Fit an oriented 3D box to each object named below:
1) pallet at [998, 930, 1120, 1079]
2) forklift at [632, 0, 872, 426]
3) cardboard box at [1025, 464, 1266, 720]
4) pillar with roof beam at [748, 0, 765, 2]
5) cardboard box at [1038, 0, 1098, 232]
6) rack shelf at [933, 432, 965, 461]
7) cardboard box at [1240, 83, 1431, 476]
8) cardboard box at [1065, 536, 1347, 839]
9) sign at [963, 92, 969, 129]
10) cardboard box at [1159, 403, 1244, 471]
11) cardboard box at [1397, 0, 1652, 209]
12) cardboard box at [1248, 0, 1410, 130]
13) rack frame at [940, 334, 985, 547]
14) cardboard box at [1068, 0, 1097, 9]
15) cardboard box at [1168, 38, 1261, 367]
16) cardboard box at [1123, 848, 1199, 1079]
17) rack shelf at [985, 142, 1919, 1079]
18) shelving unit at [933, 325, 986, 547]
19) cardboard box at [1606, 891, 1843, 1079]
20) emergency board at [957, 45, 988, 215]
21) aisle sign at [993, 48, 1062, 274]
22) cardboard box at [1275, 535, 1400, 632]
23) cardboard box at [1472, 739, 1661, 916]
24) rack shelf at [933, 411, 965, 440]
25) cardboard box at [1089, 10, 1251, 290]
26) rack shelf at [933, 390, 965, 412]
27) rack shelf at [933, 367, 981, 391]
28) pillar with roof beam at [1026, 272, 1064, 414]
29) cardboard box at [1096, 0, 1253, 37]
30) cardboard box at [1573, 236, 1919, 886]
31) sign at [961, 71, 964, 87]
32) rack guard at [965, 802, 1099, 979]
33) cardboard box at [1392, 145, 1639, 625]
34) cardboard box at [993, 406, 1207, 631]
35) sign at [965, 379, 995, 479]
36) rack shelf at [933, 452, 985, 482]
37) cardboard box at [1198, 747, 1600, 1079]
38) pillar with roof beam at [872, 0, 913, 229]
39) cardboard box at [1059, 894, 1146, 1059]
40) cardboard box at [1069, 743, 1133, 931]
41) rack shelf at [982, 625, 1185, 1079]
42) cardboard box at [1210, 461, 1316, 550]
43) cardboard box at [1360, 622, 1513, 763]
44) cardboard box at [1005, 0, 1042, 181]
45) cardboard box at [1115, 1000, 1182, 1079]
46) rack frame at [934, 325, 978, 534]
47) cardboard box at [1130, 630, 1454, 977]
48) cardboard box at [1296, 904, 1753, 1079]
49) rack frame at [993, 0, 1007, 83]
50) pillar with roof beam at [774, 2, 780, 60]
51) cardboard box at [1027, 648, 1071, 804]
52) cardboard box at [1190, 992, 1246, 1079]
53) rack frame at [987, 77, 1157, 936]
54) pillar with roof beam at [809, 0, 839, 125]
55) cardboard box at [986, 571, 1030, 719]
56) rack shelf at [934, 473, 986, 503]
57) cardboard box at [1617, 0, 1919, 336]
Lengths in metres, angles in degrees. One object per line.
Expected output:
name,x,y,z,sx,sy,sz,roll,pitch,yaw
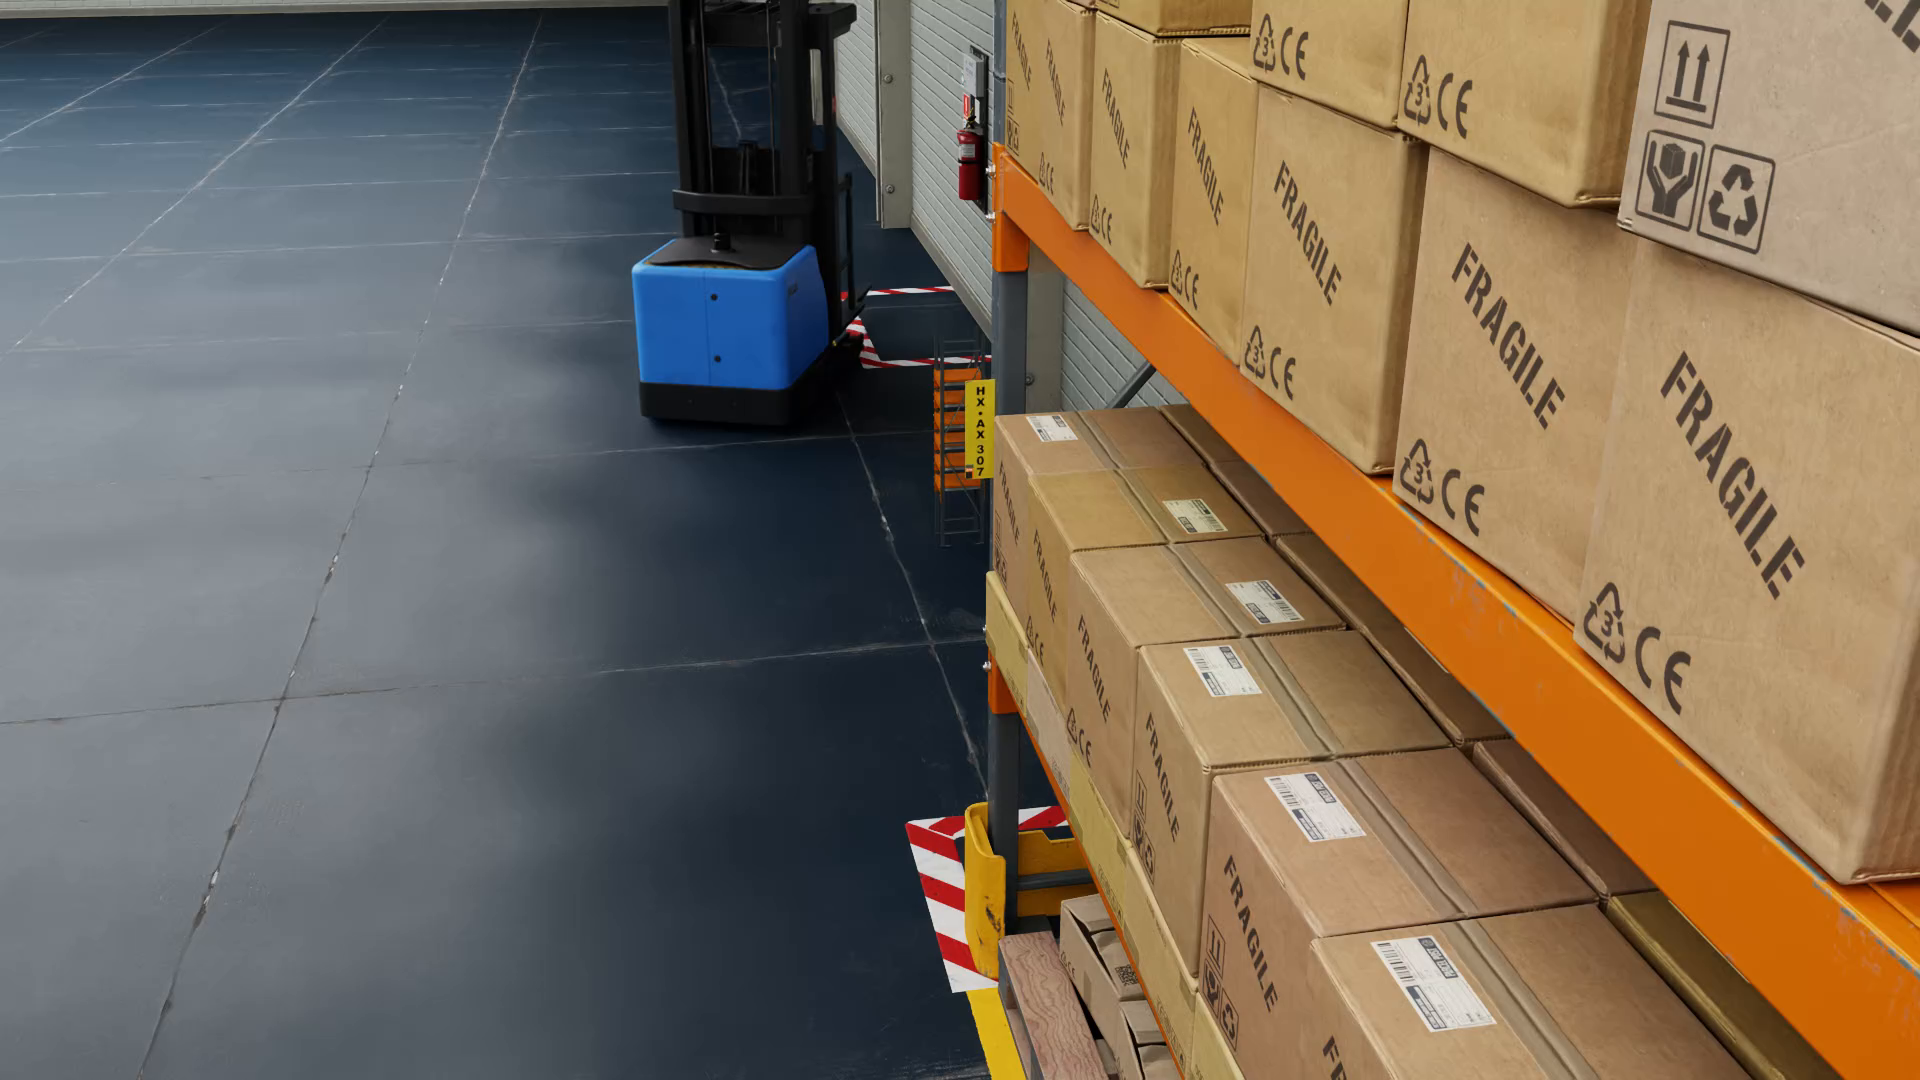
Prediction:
pallet,0.729,1.641,5.229,1.003,0.211,1.213,-4,24,-10
forklift,-1.330,-2.643,11.639,1.130,2.935,3.031,4,24,10
cardboard box,0.474,0.132,4.425,0.500,0.500,0.500,-4,24,-10
pillar with roof beam,-8.199,-14.008,30.081,9.100,9.000,0.400,-4,24,-10
cardboard box,0.480,-1.055,4.019,0.500,0.500,0.500,-3,24,-6
rack shelf,-0.003,-0.515,9.041,0.258,0.103,0.180,-4,24,-10
cardboard box,0.782,-0.440,2.613,0.500,0.500,0.500,-5,24,-12
cardboard box,0.563,0.336,3.959,0.500,0.500,0.500,-5,24,-11
sign,0.049,-3.354,13.137,0.001,0.329,0.234,-4,24,-10
cardboard box,0.895,-0.103,4.964,0.500,0.500,0.500,-5,24,-10
cardboard box,0.867,-0.696,1.950,0.500,0.500,0.500,-3,24,-7
cardboard box,0.761,-0.900,2.415,0.500,0.500,0.500,-5,24,-12
rack frame,0.014,-0.520,8.940,0.240,1.200,0.006,-4,24,-10
cardboard box,0.475,-1.506,3.804,0.500,0.500,0.500,-5,24,-10
cardboard box,0.699,-0.641,3.073,0.500,0.500,0.500,-3,24,-6
cardboard box,0.667,0.889,3.629,0.500,0.250,0.500,-4,24,-9
rack shelf,0.969,-0.247,3.219,1.077,0.370,4.000,-4,24,-10
shelving unit,-0.003,-0.556,9.023,0.258,1.200,0.189,-4,24,-10
cardboard box,1.365,0.896,2.675,0.500,0.500,0.500,-4,24,-10
emergency board,0.050,-3.112,12.629,0.194,1.169,0.643,-4,24,-10
aisle sign,0.291,-1.186,4.970,0.394,0.787,0.004,-4,24,-10
cardboard box,1.078,0.299,4.044,0.500,0.500,0.500,-5,24,-11
cardboard box,1.279,0.700,3.125,0.500,0.500,0.500,-4,24,-8
rack shelf,-0.003,-0.625,8.993,0.258,0.103,0.180,-4,24,-10
cardboard box,0.580,-0.851,3.552,0.500,0.500,0.500,-3,24,-7
rack shelf,-0.003,-0.735,8.945,0.258,0.103,0.180,-4,24,-10
rack shelf,-0.003,-0.845,8.897,0.258,0.103,0.180,-4,24,-10
pillar with roof beam,-3.762,-4.568,8.466,9.100,9.000,0.400,-4,24,-10
cardboard box,0.581,-1.305,3.344,0.500,0.500,0.500,-4,24,-8
cardboard box,1.002,-0.026,1.665,0.500,0.500,0.500,-4,24,-8
sign,0.041,-3.594,13.025,0.001,0.109,0.331,-4,24,-10
rack guard,0.613,1.187,5.909,1.175,0.500,0.348,-4,24,-10
cardboard box,0.922,-0.225,2.120,0.500,0.500,0.500,-6,24,-14
cardboard box,0.392,-0.063,4.872,0.500,0.500,0.500,-4,24,-10
sign,0.066,-0.345,5.211,0.100,0.325,0.005,-4,24,-10
rack shelf,-0.003,-0.405,9.089,0.258,0.103,0.180,-4,24,-10
cardboard box,0.767,0.743,3.027,0.500,0.500,0.500,-5,24,-11
pillar with roof beam,-4.871,-6.928,13.870,9.100,9.000,0.400,-4,24,-10
cardboard box,0.639,1.321,5.288,0.500,0.311,0.500,-7,25,-16
cardboard box,0.576,0.690,4.084,0.500,0.250,0.500,-5,24,-11
rack shelf,0.969,1.128,3.819,1.077,0.370,4.000,-4,24,-10
cardboard box,0.979,0.095,4.509,0.500,0.500,0.500,-4,24,-9
cardboard box,1.172,0.497,3.591,0.500,0.500,0.500,-4,24,-9
cardboard box,0.415,-1.268,4.509,0.500,0.500,0.500,-4,24,-8
cardboard box,0.744,1.545,4.775,0.500,0.311,0.500,-2,24,-5
rack frame,-0.020,-0.592,9.105,0.240,1.200,0.006,-4,24,-10
cardboard box,0.670,0.538,3.496,0.500,0.500,0.500,-4,24,-8
cardboard box,0.850,0.941,2.572,0.500,0.500,0.500,-4,24,-10
rack frame,0.599,-2.738,4.276,1.000,3.000,0.127,-4,24,-10
pillar with roof beam,-7.090,-11.648,24.677,9.100,9.000,0.400,-4,24,-10
cardboard box,0.487,0.489,4.544,0.500,0.250,0.500,-5,24,-11
cardboard box,0.761,1.087,3.176,0.500,0.250,0.500,-4,24,-10
rack frame,0.599,0.011,5.477,1.000,3.000,0.127,-4,24,-10
pillar with roof beam,-5.980,-9.288,19.274,9.100,9.000,0.400,-4,24,-10
cardboard box,0.377,0.286,5.009,0.500,0.250,0.500,-5,24,-11
rack shelf,-0.003,-0.295,9.137,0.258,0.103,0.180,-4,24,-10
cardboard box,0.980,-0.480,1.455,0.500,0.500,0.500,-6,24,-14
